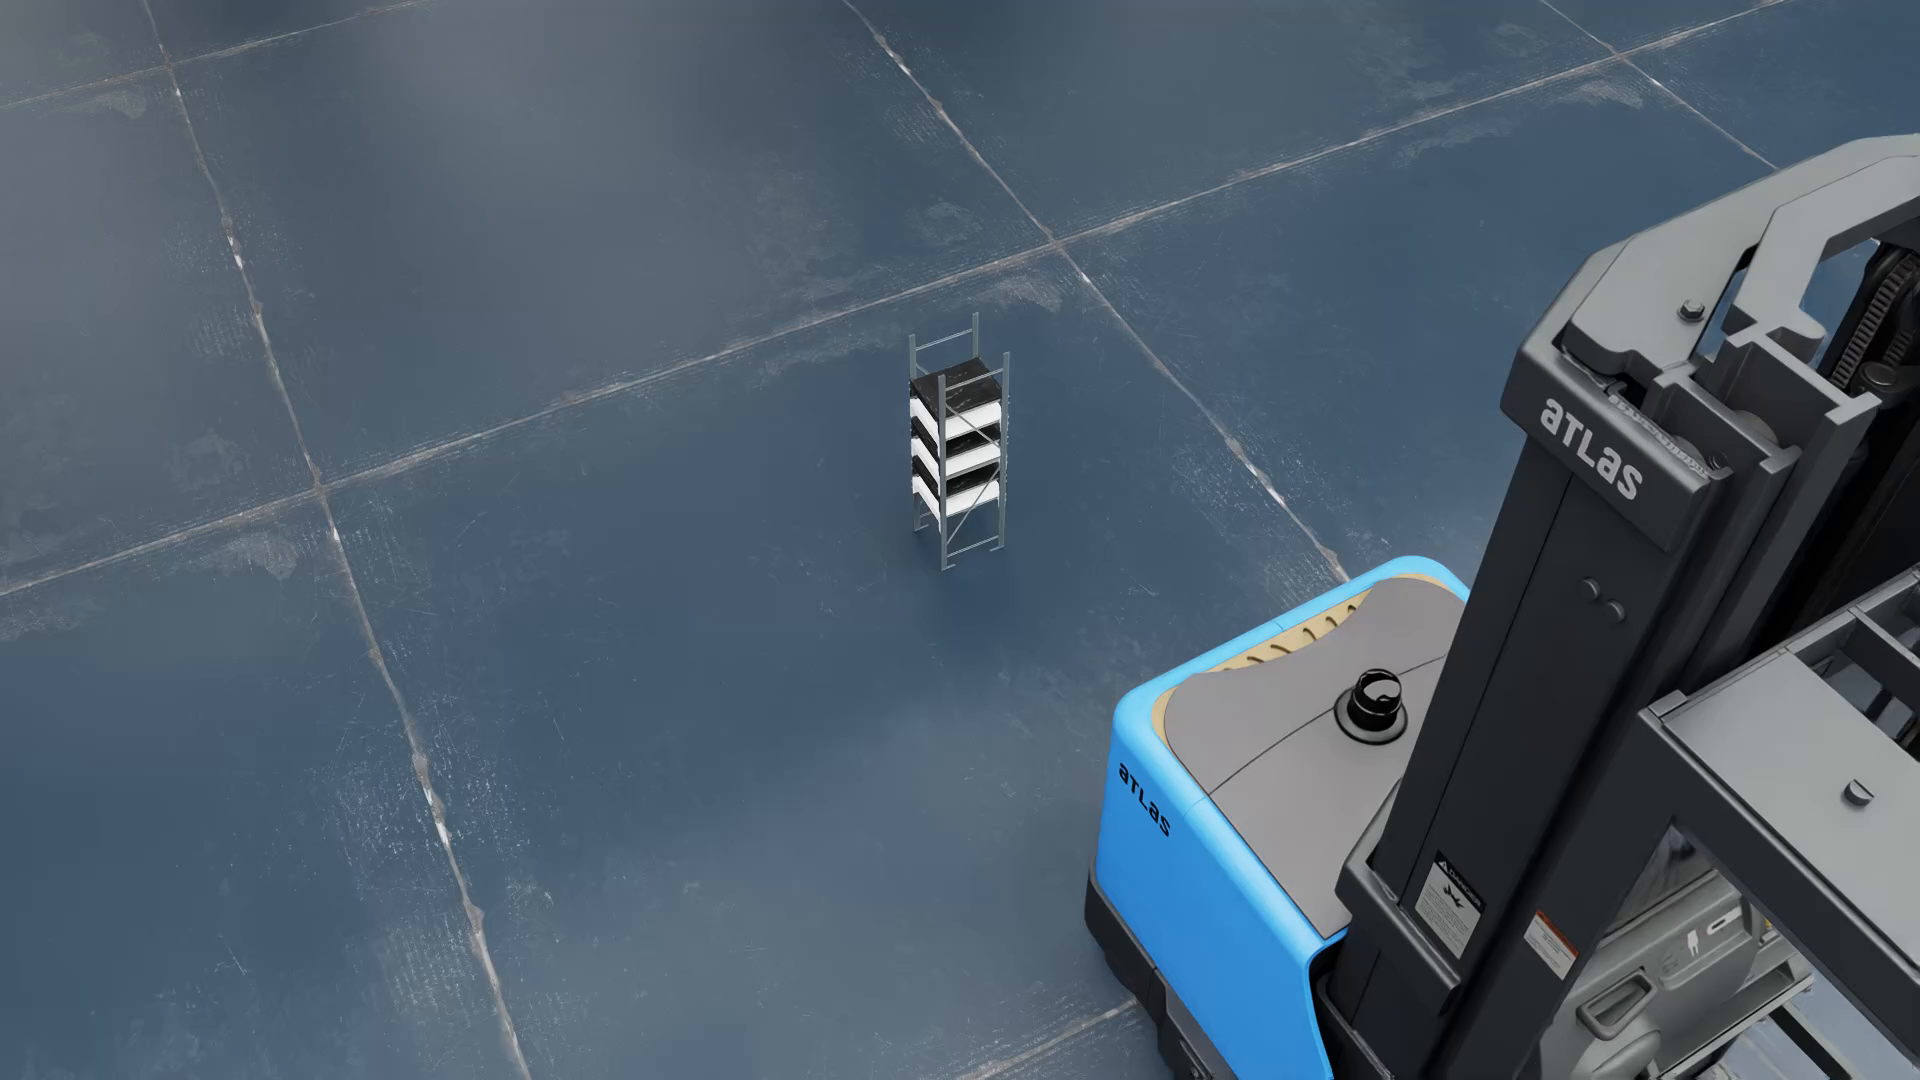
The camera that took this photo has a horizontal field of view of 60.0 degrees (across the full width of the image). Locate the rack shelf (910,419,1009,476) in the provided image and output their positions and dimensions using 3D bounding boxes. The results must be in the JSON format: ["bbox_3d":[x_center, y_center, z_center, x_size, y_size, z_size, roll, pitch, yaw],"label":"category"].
[{"bbox_3d":[-0.004,-0.339,5.373,0.258,0.077,0.200,-21,52,-18],"label":"rack shelf"}]

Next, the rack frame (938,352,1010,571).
[{"bbox_3d":[0.043,-0.234,5.357,0.240,0.900,0.006,-21,52,-18],"label":"rack frame"}]

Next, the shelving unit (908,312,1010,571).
[{"bbox_3d":[-0.004,-0.302,5.416,0.258,0.900,0.210,-21,52,-18],"label":"shelving unit"}]

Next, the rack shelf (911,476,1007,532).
[{"bbox_3d":[-0.004,-0.161,5.577,0.258,0.077,0.200,-21,52,-18],"label":"rack shelf"}]

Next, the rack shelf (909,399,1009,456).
[{"bbox_3d":[-0.004,-0.398,5.306,0.258,0.077,0.200,-21,52,-18],"label":"rack shelf"}]

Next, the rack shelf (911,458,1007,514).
[{"bbox_3d":[-0.004,-0.221,5.509,0.258,0.077,0.200,-21,52,-18],"label":"rack shelf"}]

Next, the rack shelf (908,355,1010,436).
[{"bbox_3d":[-0.004,-0.458,5.238,0.258,0.077,0.200,-21,52,-18],"label":"rack shelf"}]

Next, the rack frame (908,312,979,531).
[{"bbox_3d":[-0.050,-0.370,5.476,0.240,0.900,0.006,-21,52,-18],"label":"rack frame"}]

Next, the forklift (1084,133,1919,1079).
[{"bbox_3d":[1.534,0.900,3.016,1.130,2.935,3.031,-24,53,-20],"label":"forklift"}]

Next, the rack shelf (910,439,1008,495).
[{"bbox_3d":[-0.004,-0.280,5.441,0.258,0.077,0.200,-21,52,-18],"label":"rack shelf"}]
